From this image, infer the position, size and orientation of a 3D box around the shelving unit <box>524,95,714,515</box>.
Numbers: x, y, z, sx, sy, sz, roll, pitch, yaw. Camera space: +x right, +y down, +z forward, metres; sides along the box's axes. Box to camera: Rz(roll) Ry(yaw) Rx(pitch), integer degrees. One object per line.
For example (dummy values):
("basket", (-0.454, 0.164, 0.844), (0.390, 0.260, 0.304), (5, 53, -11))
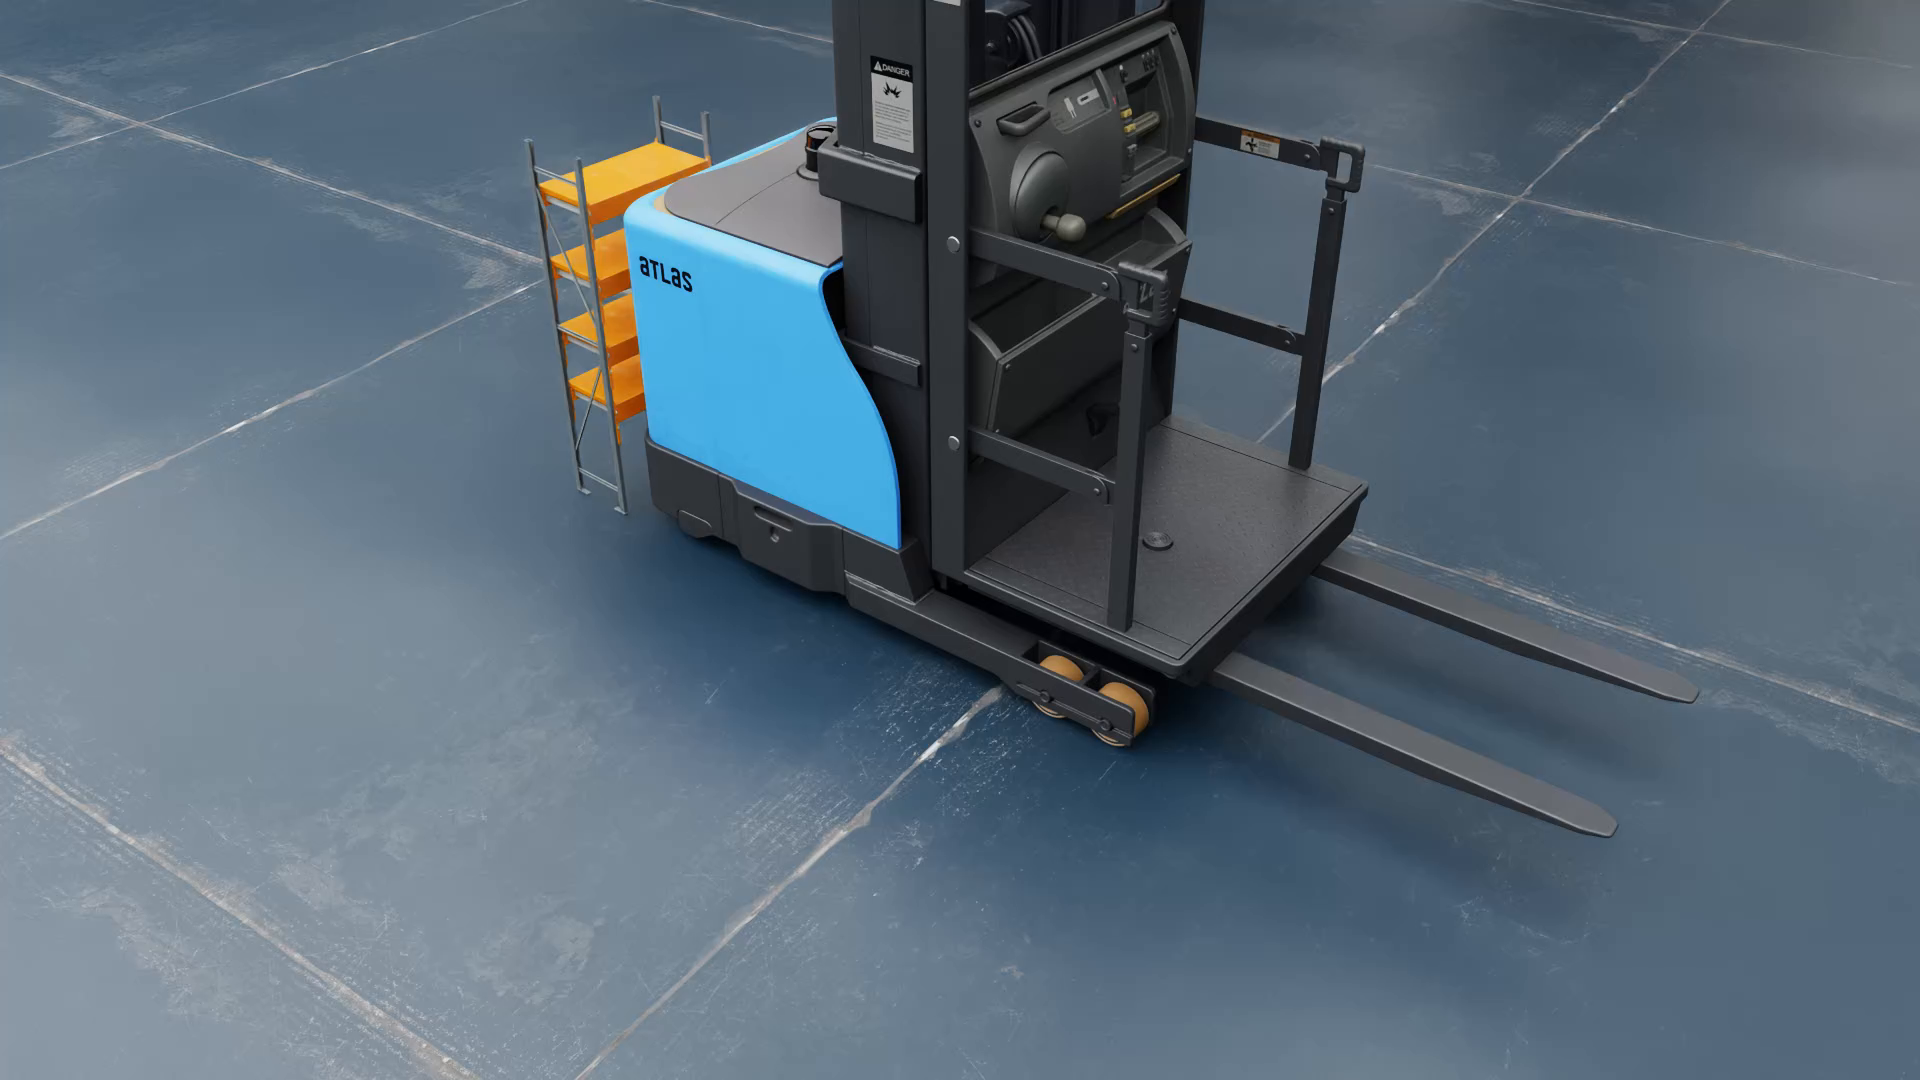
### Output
("shelving unit", (-1.010, -0.727, 5.254), (0.258, 1.200, 0.503), (25, 42, 32))

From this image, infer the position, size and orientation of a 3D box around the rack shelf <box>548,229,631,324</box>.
("rack shelf", (-1.010, -0.856, 5.166), (0.258, 0.148, 0.480), (25, 42, 32))

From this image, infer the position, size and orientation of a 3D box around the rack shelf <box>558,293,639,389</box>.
("rack shelf", (-1.010, -0.671, 5.291), (0.258, 0.148, 0.480), (25, 42, 32))

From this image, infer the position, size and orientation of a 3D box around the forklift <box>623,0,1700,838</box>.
("forklift", (0.496, -1.004, 4.118), (3.031, 2.935, 1.130), (23, 40, 30))

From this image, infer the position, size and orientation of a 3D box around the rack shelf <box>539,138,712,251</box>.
("rack shelf", (-1.010, -1.052, 5.034), (0.258, 0.148, 0.480), (25, 42, 32))

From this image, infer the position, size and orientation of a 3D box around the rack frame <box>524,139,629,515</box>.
("rack frame", (-1.168, -0.622, 5.099), (0.240, 1.200, 0.015), (25, 42, 32))

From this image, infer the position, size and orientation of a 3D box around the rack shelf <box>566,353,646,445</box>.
("rack shelf", (-1.010, -0.507, 5.403), (0.258, 0.148, 0.480), (25, 42, 32))

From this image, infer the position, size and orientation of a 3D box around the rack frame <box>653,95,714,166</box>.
("rack frame", (-0.853, -0.831, 5.408), (0.240, 1.200, 0.015), (25, 42, 32))
